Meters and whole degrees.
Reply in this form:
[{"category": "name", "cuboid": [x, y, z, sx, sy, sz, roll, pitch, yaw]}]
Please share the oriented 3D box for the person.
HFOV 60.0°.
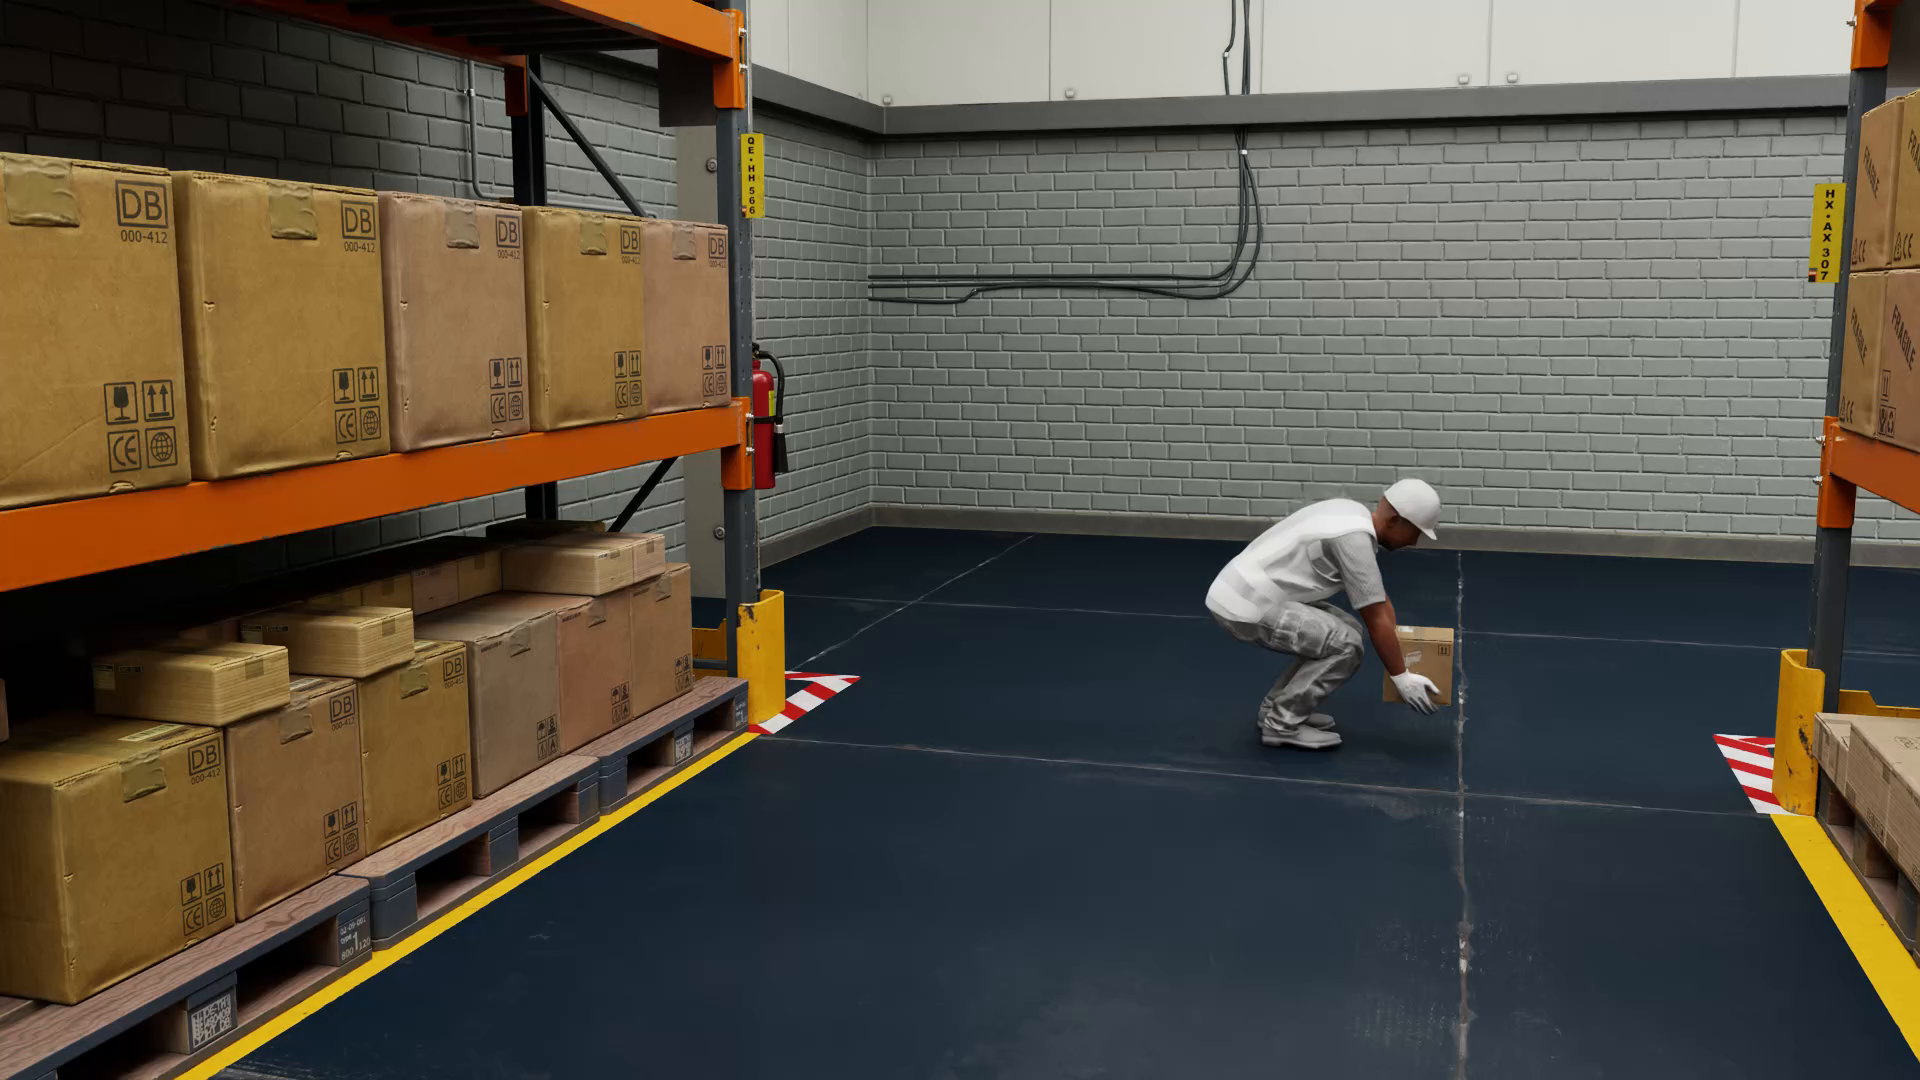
[{"category": "person", "cuboid": [1.426, 0.271, 6.512, 0.904, 1.038, 0.572, 2, 9, 16]}]
